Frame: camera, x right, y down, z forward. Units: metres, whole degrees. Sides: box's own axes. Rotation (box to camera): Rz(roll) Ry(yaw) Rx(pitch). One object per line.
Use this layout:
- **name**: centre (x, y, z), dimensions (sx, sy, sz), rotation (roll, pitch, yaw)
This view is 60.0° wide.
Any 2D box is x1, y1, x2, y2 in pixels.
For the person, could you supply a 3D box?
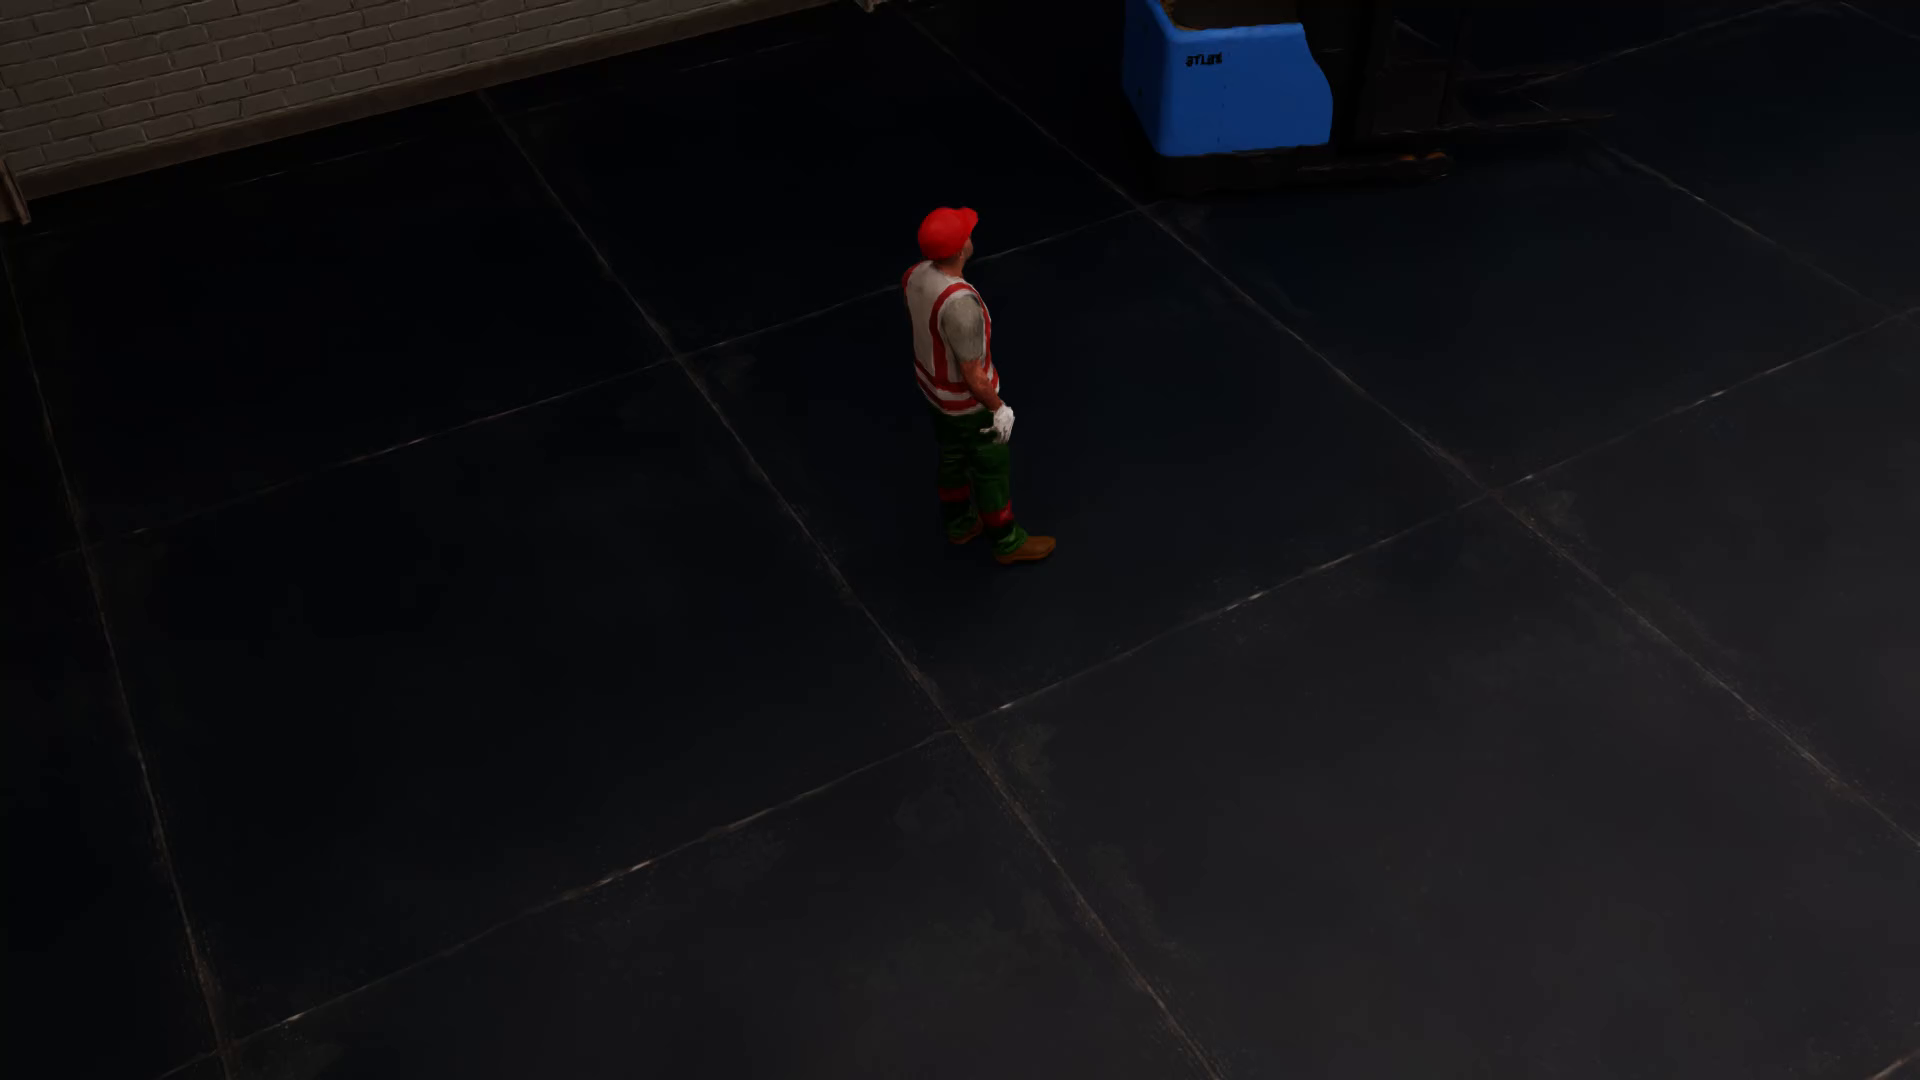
- **person**: centre (0.075, -0.682, 7.263), dimensions (0.563, 1.787, 0.637), rotation (-21, 47, -21)

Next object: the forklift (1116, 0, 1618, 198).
- **forklift**: centre (2.566, -3.622, 9.603), dimensions (3.031, 2.935, 1.130), rotation (-7, 43, -7)
